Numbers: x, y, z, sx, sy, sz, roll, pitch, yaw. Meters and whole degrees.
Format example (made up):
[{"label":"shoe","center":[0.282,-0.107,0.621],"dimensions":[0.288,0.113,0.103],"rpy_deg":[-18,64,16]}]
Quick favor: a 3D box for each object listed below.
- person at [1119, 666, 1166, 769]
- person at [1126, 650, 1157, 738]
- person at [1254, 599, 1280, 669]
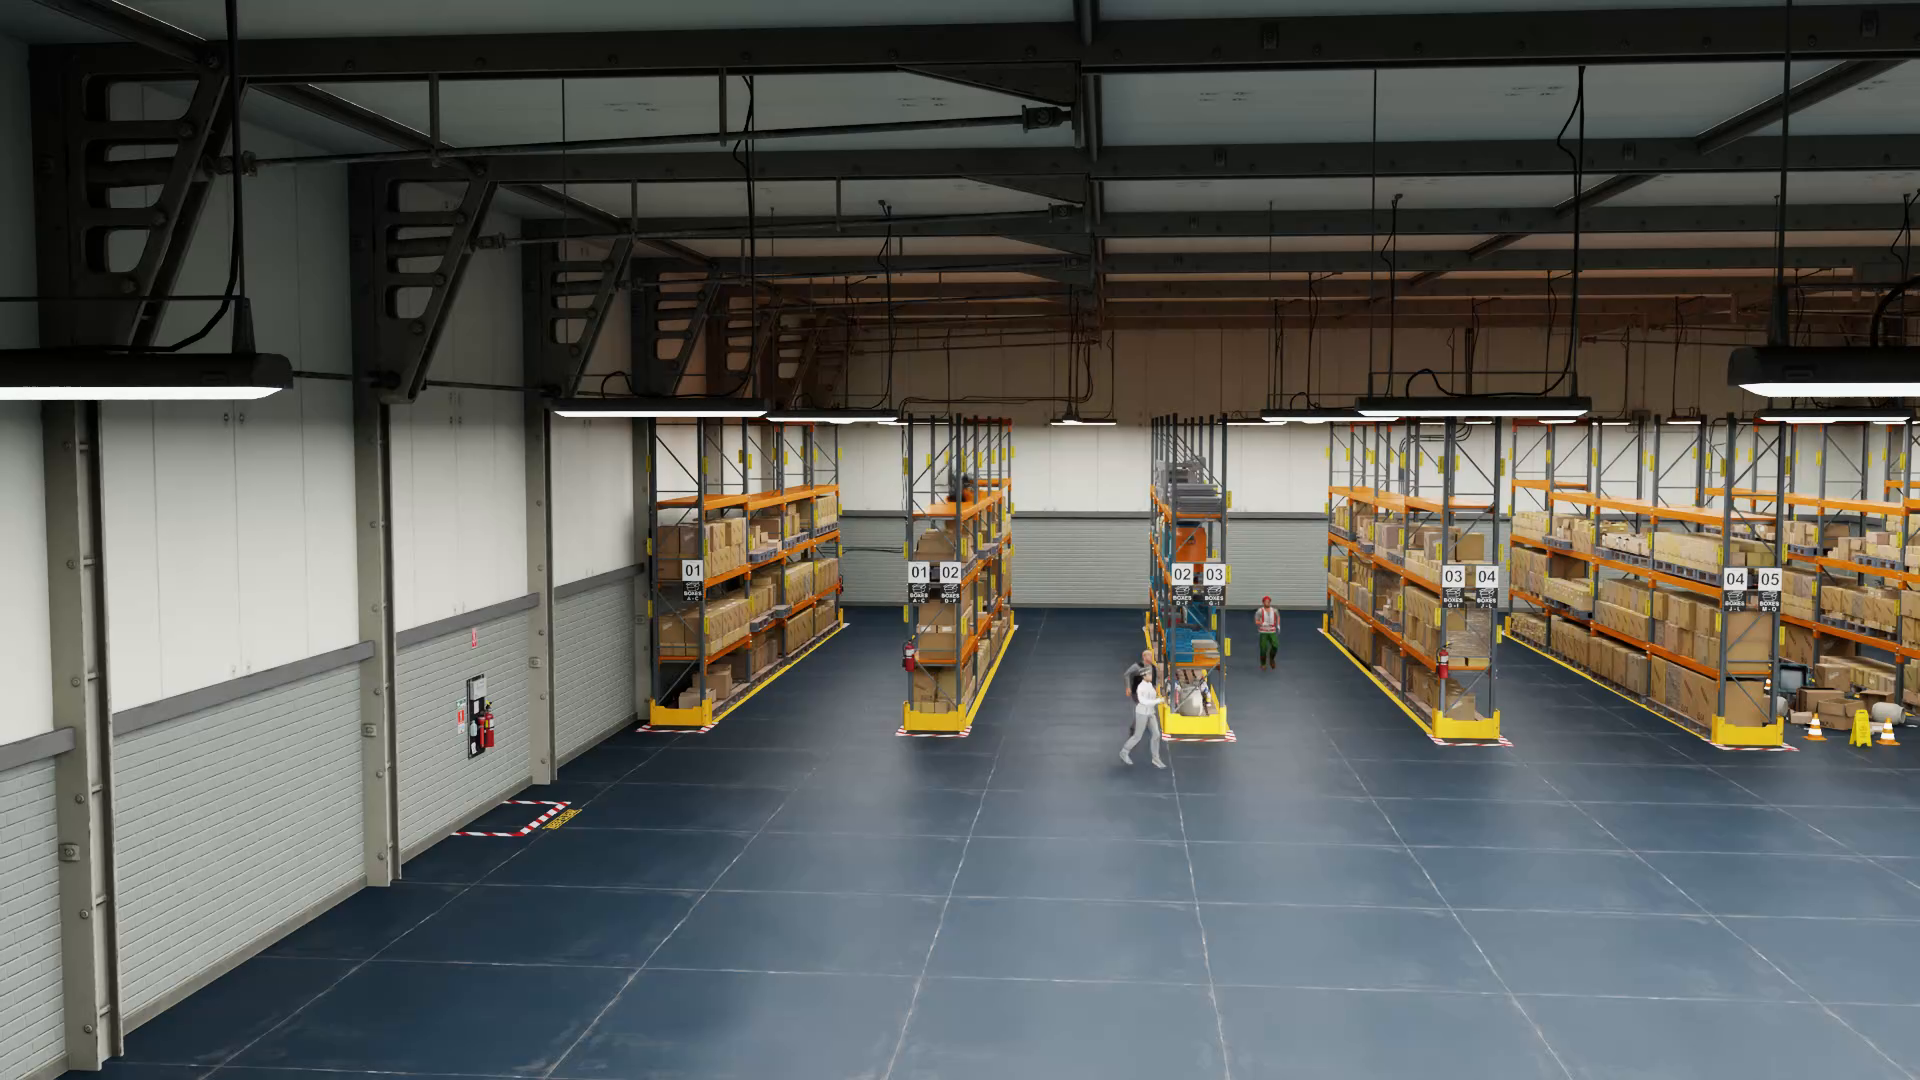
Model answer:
[{"label":"person","center":[3.091,2.981,28.022],"dimensions":[0.782,1.747,0.370],"rpy_deg":[2,4,30]},{"label":"person","center":[3.334,2.846,30.295],"dimensions":[0.541,1.659,0.614],"rpy_deg":[-2,4,-29]},{"label":"person","center":[7.274,2.217,39.294],"dimensions":[0.657,1.708,0.508],"rpy_deg":[0,4,-4]}]
